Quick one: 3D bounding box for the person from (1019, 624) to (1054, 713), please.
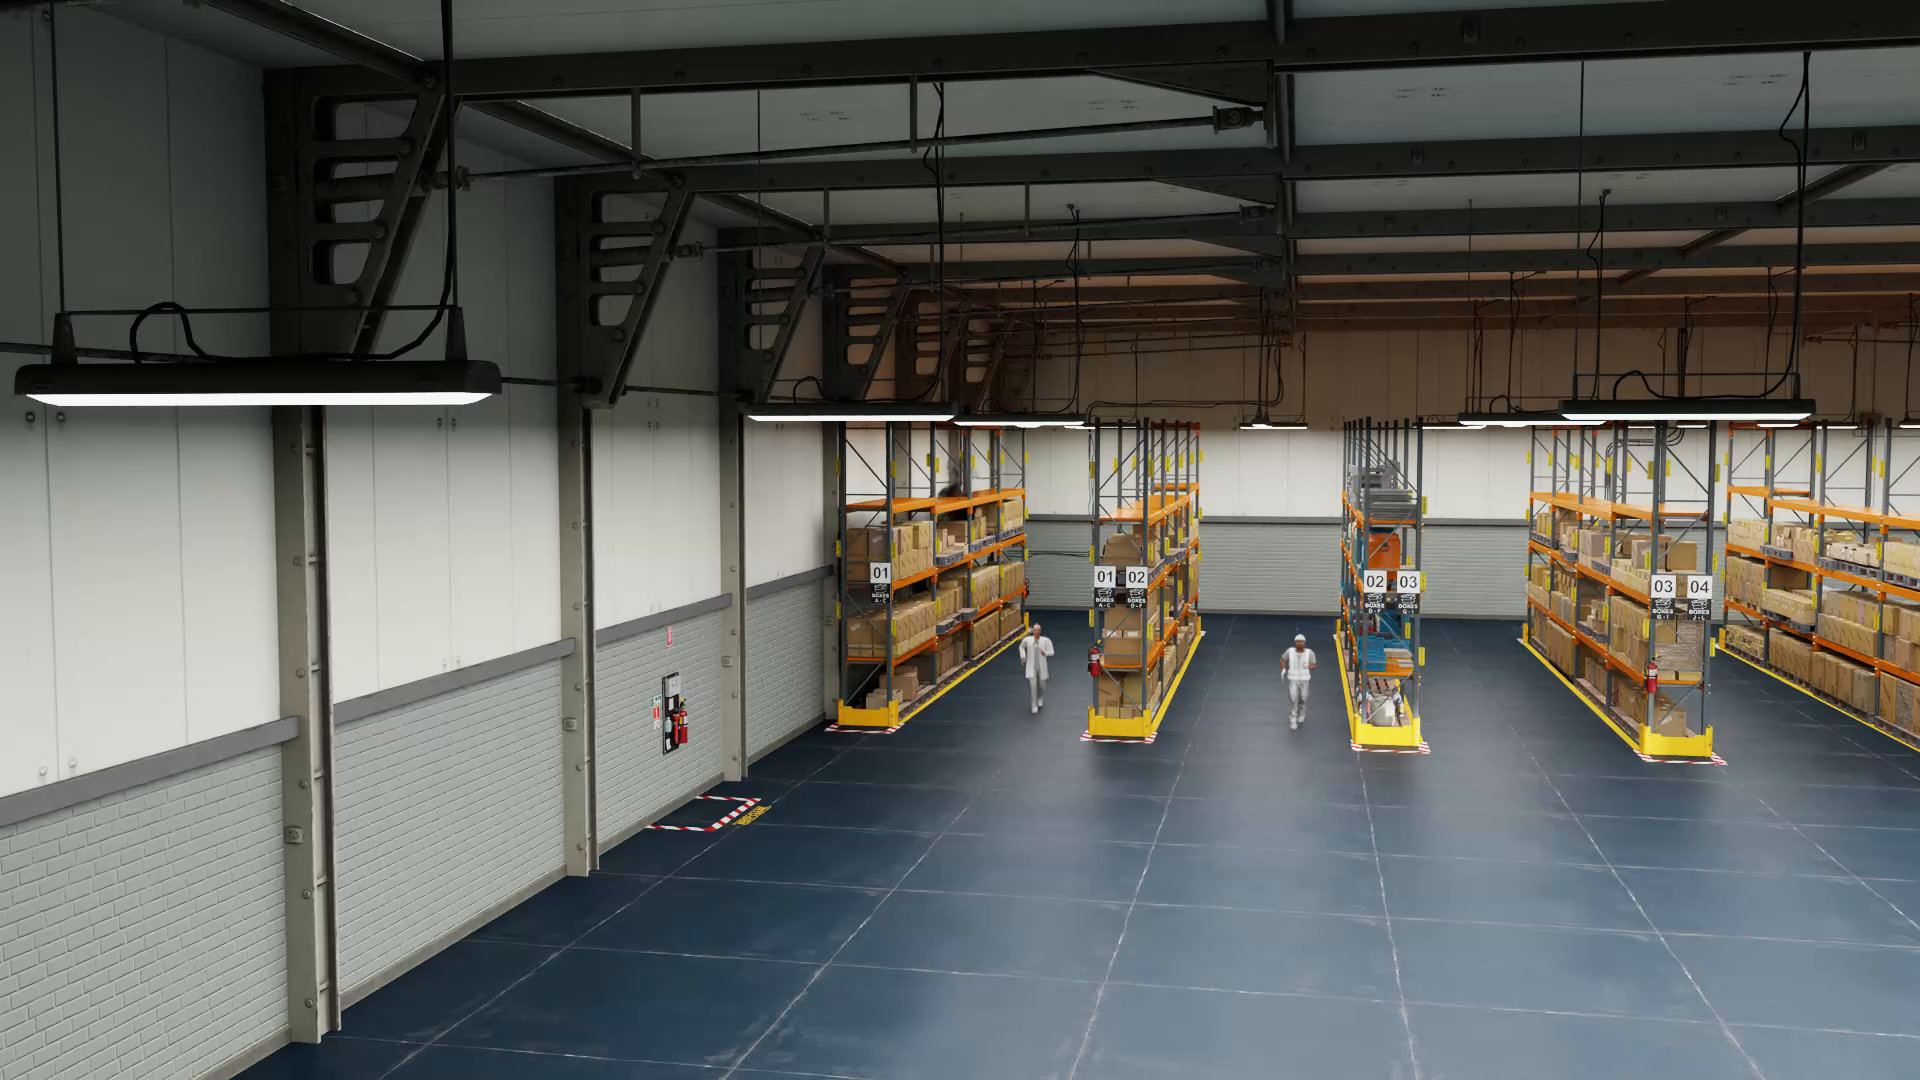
[{"bbox_3d":[1.570,2.603,34.035,0.708,1.754,1.061,0,4,0],"label":"person"}]

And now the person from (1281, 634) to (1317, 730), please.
[{"bbox_3d":[6.558,2.744,32.179,0.657,1.843,0.768,0,4,6],"label":"person"}]
